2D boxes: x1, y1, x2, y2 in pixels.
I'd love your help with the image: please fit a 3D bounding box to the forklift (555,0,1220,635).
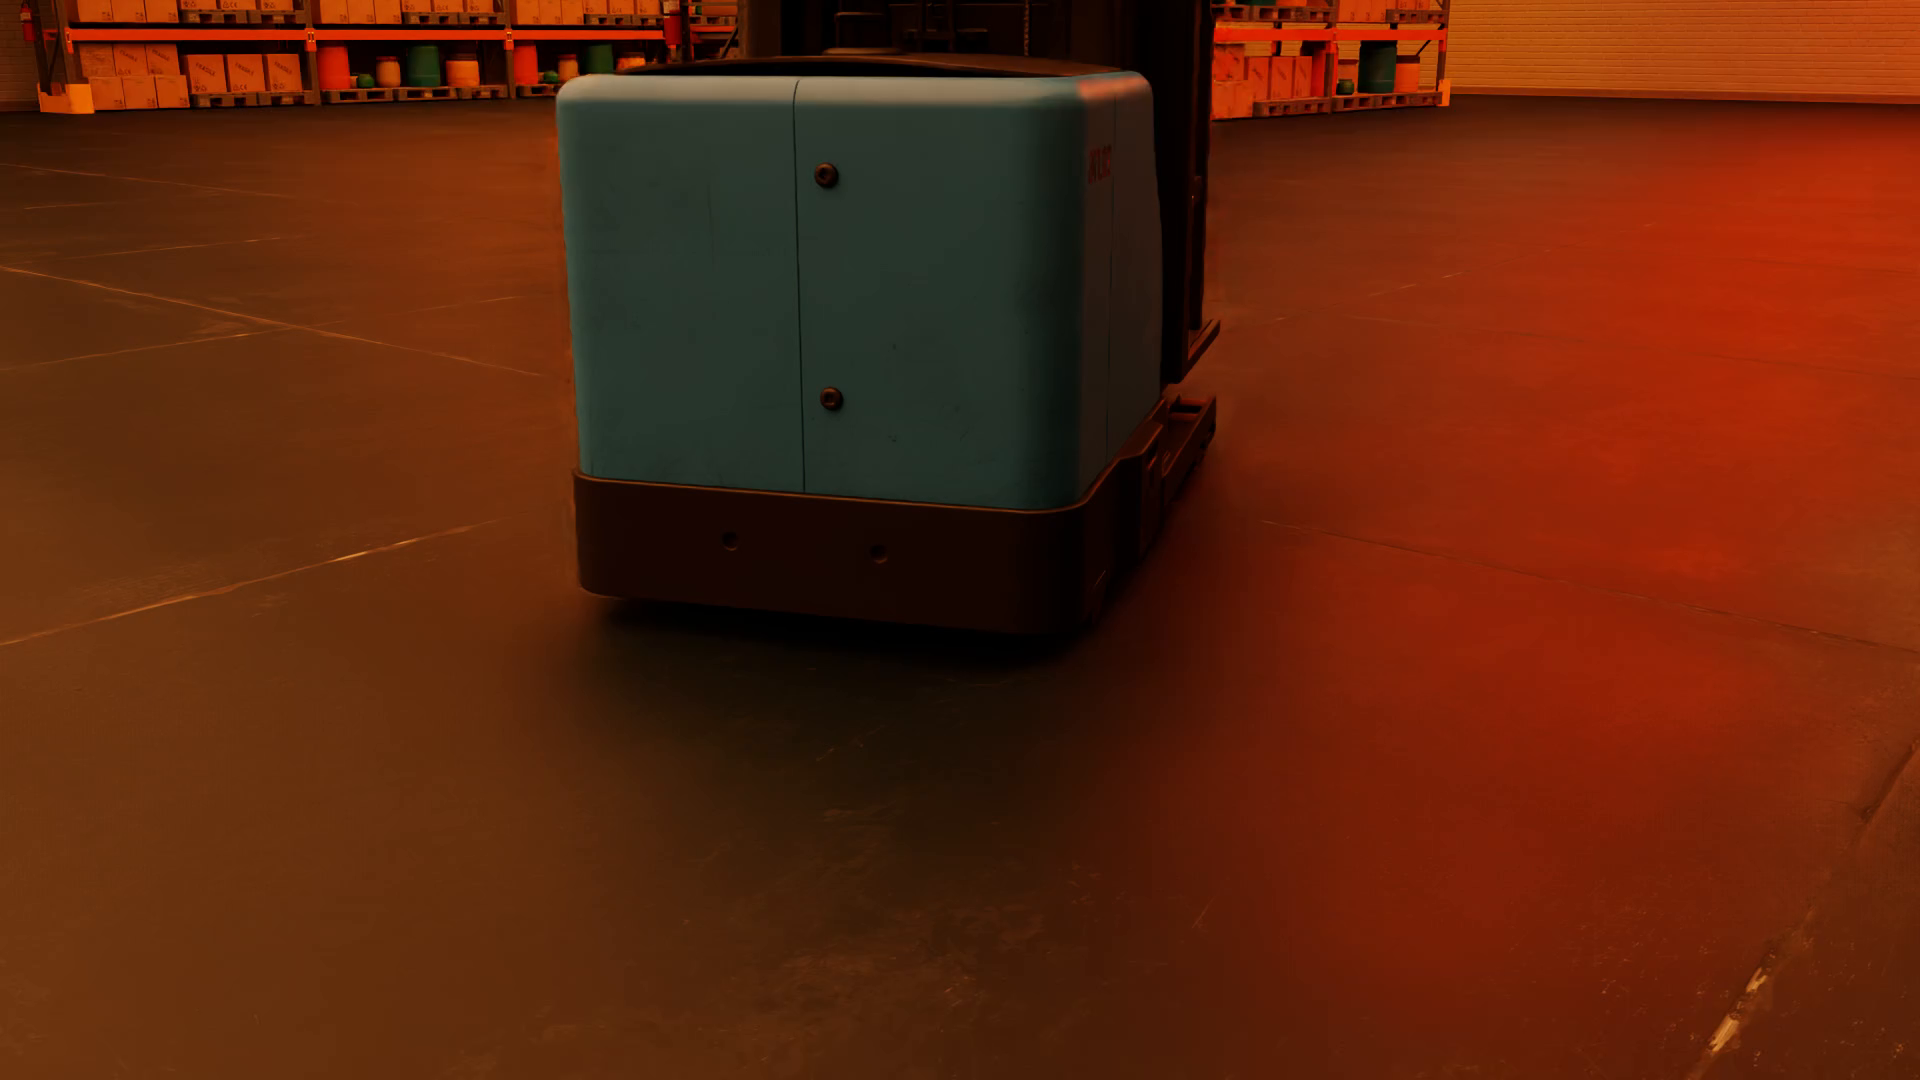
[{"bbox_3d":[0.107,-1.612,4.207,1.130,2.935,3.031,5,17,15],"label":"forklift"}]
